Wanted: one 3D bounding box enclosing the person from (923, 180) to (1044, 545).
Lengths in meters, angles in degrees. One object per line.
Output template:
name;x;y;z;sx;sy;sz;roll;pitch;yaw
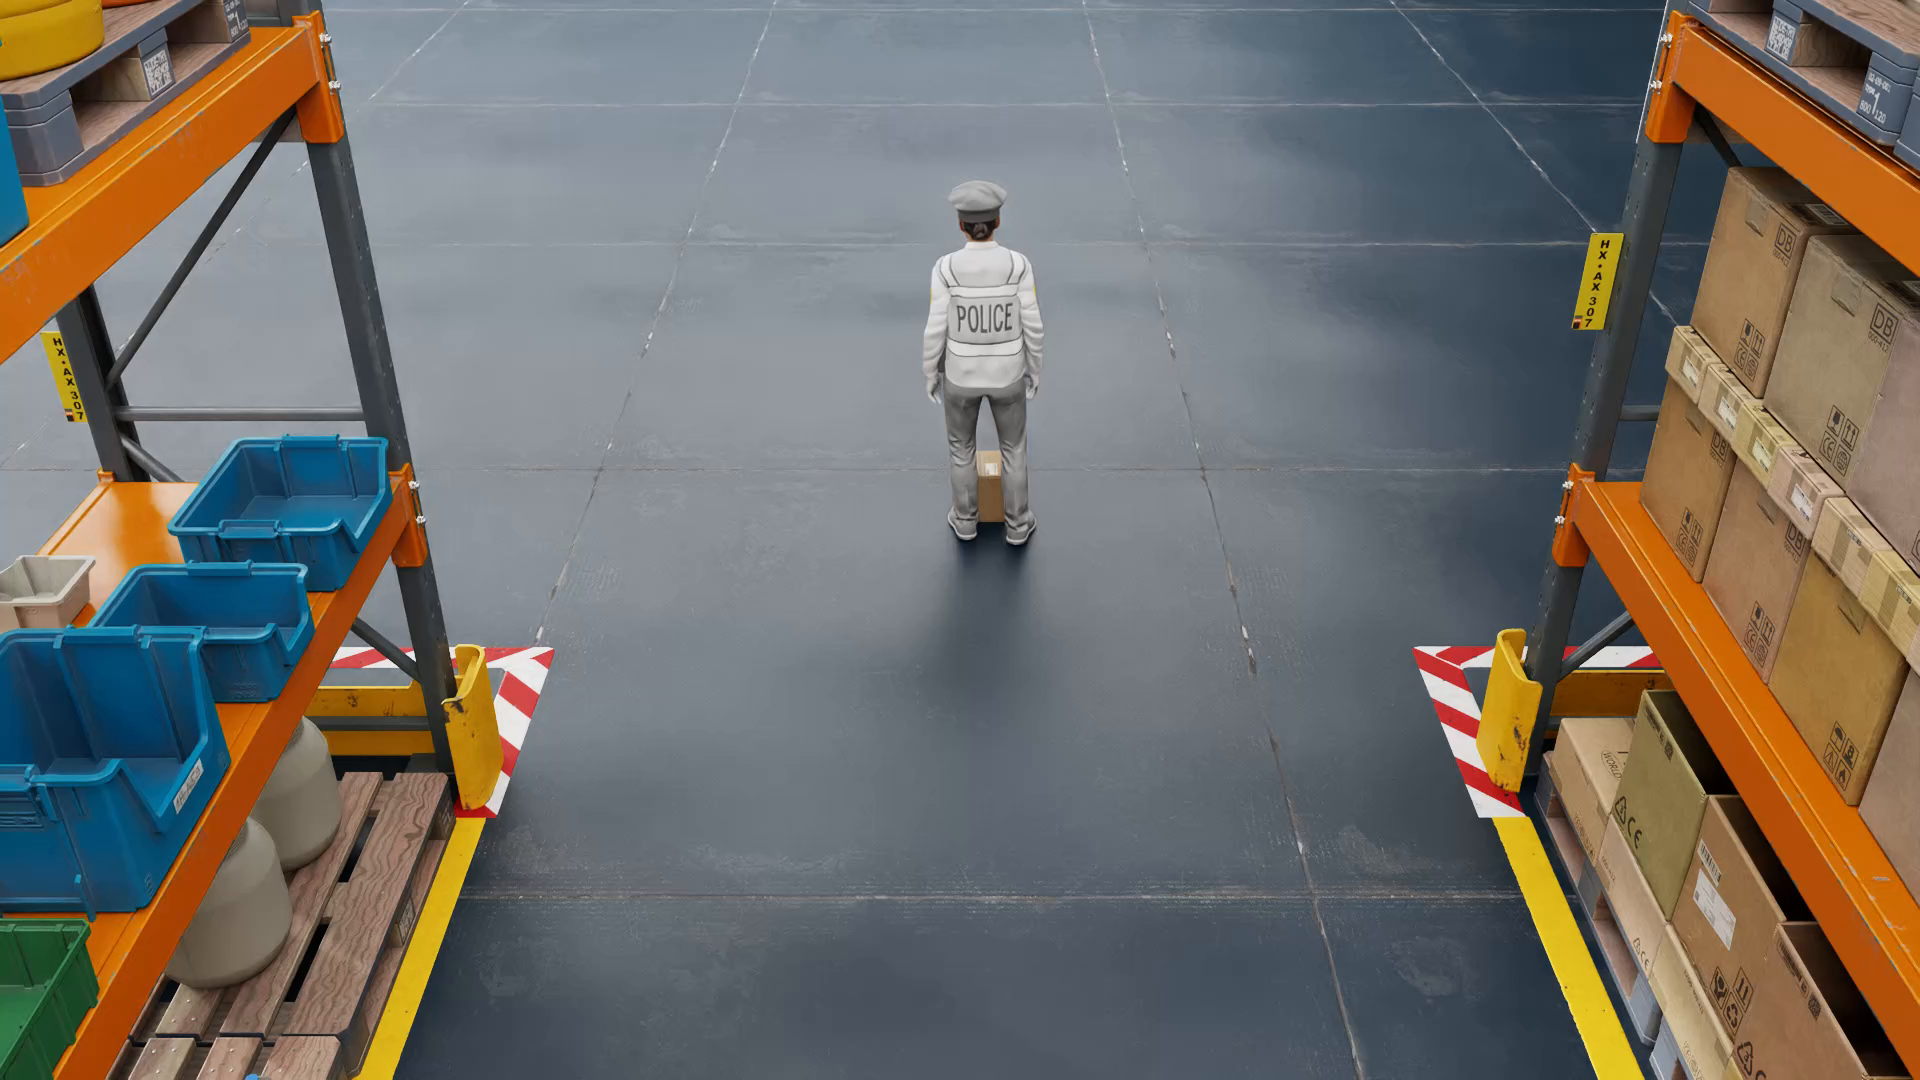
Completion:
person;0.099;-0.737;7.325;0.529;1.662;0.414;-1;32;-2
